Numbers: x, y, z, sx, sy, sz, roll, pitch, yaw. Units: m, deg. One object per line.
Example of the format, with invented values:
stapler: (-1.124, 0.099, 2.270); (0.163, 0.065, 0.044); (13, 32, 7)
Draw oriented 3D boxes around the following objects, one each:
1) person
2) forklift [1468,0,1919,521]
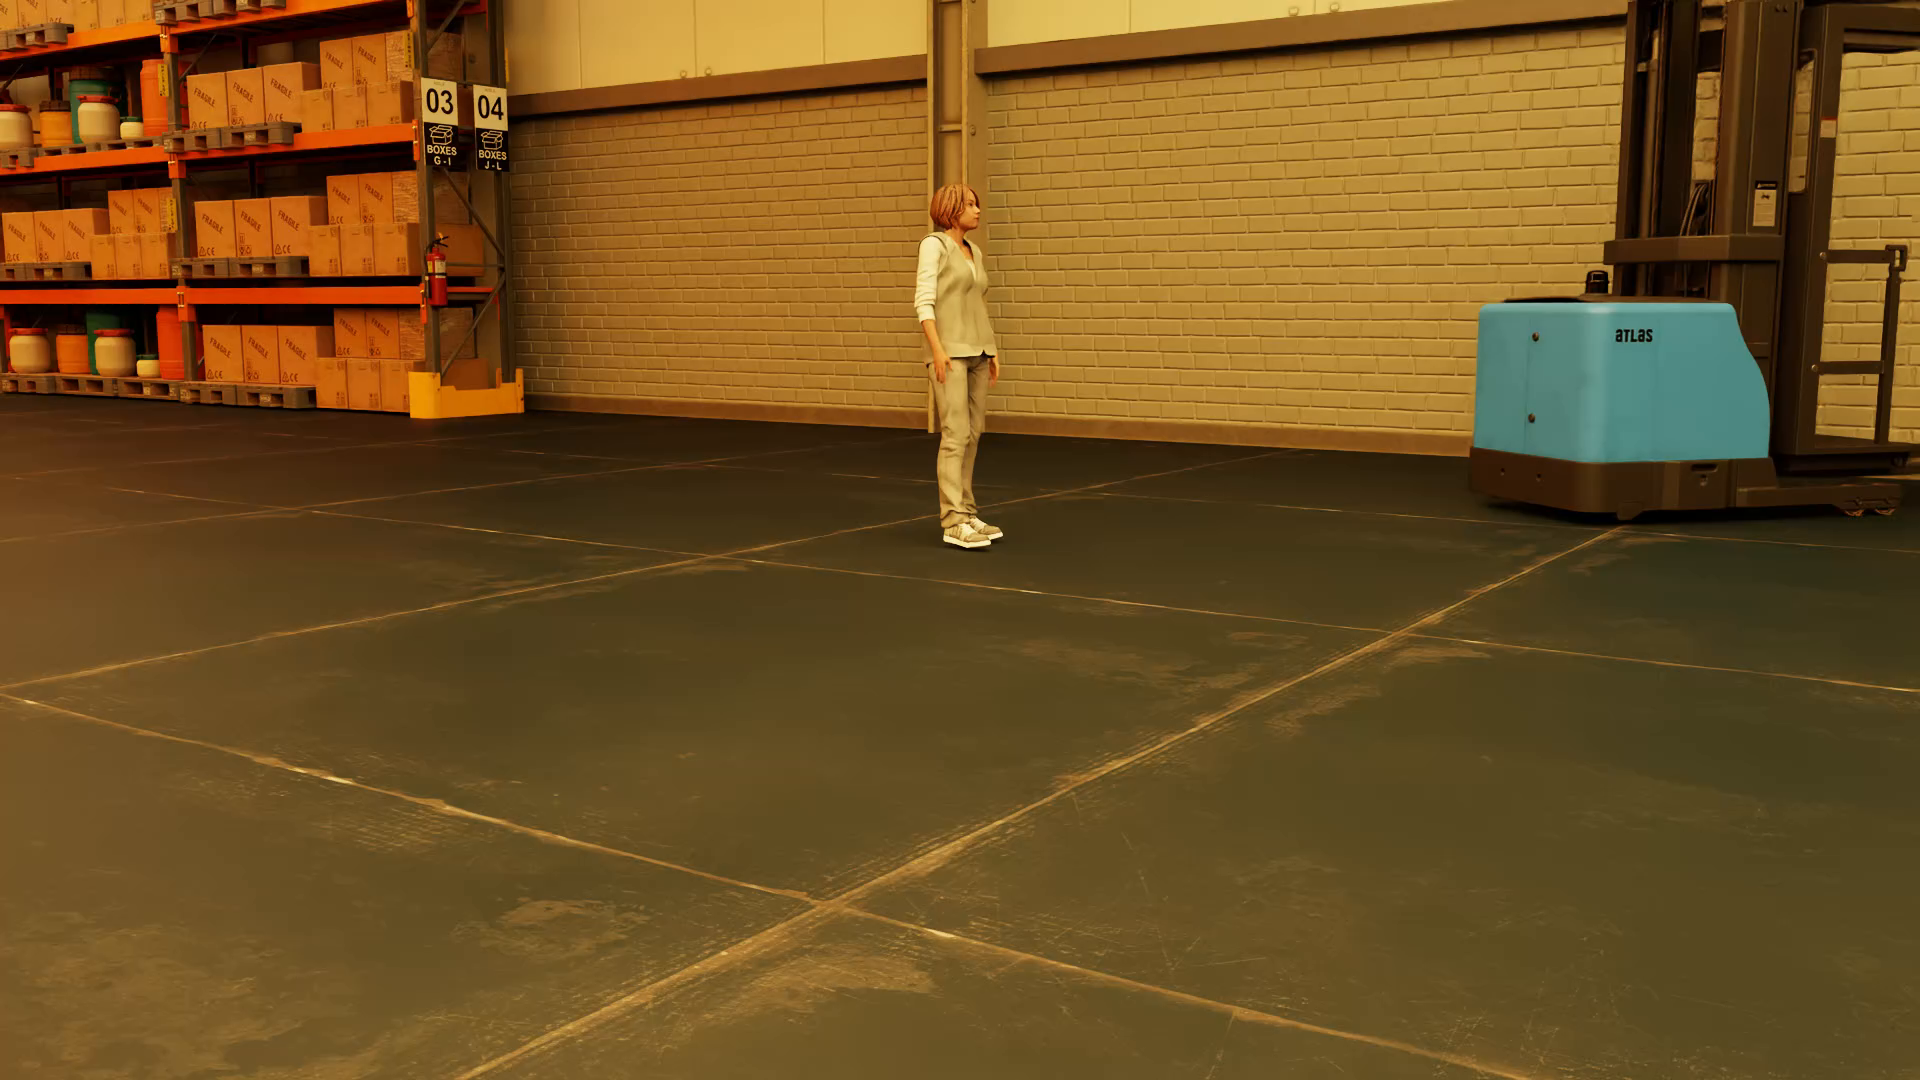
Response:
person: (0.054, -0.790, 7.438); (0.473, 1.599, 0.521); (5, 10, 34)
forklift: (4.300, -1.639, 8.716); (3.031, 2.935, 1.130); (-2, 8, -17)
